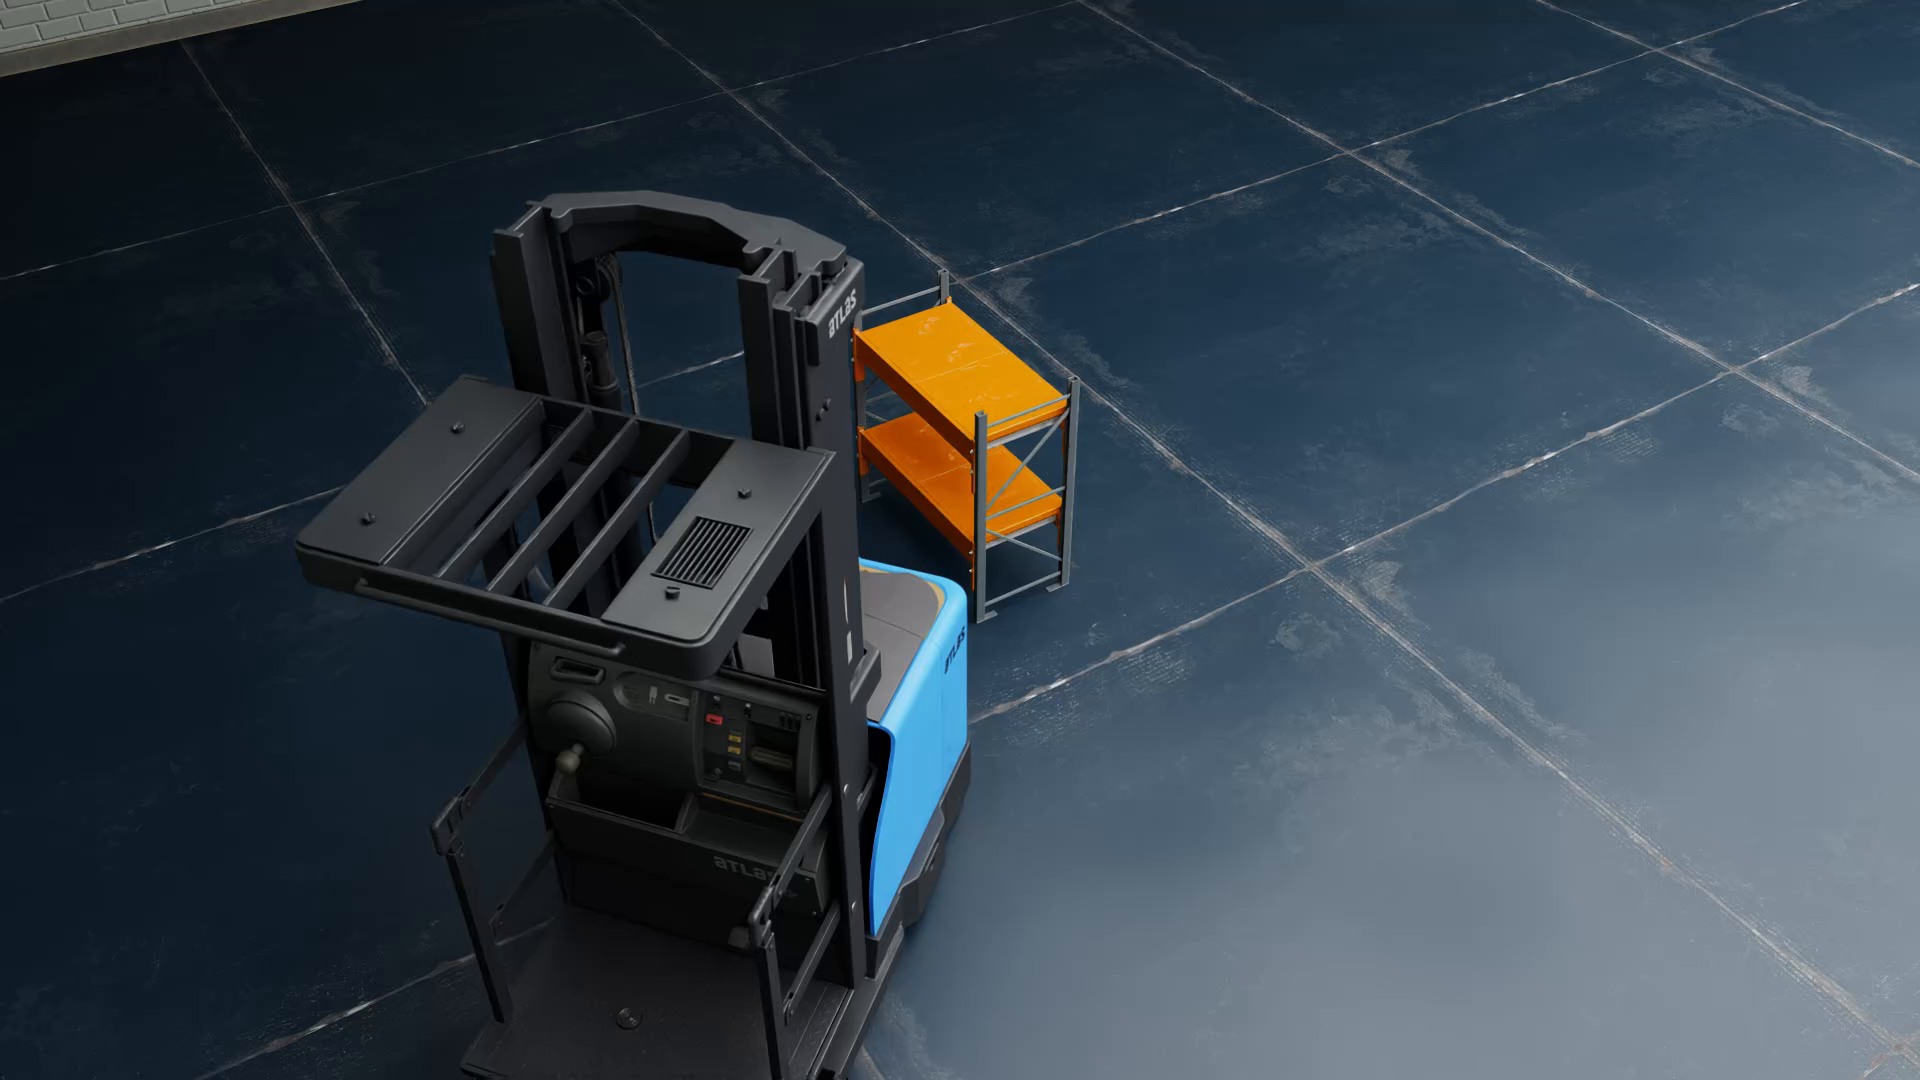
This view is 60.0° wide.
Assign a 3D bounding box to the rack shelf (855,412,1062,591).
[{"bbox_3d":[0.004,-0.241,7.603,0.538,0.278,1.000,-22,45,-24],"label":"rack shelf"}]

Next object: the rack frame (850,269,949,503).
[{"bbox_3d":[-0.270,-0.703,7.775,0.500,1.125,0.032,-22,45,-24],"label":"rack frame"}]

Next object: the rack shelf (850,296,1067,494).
[{"bbox_3d":[0.004,-0.653,7.259,0.538,0.278,1.000,-22,45,-24],"label":"rack shelf"}]

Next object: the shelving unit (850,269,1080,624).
[{"bbox_3d":[0.004,-0.428,7.446,0.538,1.125,1.048,-22,45,-24],"label":"shelving unit"}]

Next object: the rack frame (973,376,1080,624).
[{"bbox_3d":[0.277,-0.154,7.117,0.500,1.125,0.032,-22,45,-24],"label":"rack frame"}]

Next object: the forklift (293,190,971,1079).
[{"bbox_3d":[-0.924,0.638,4.756,1.130,2.935,3.031,13,41,15],"label":"forklift"}]
